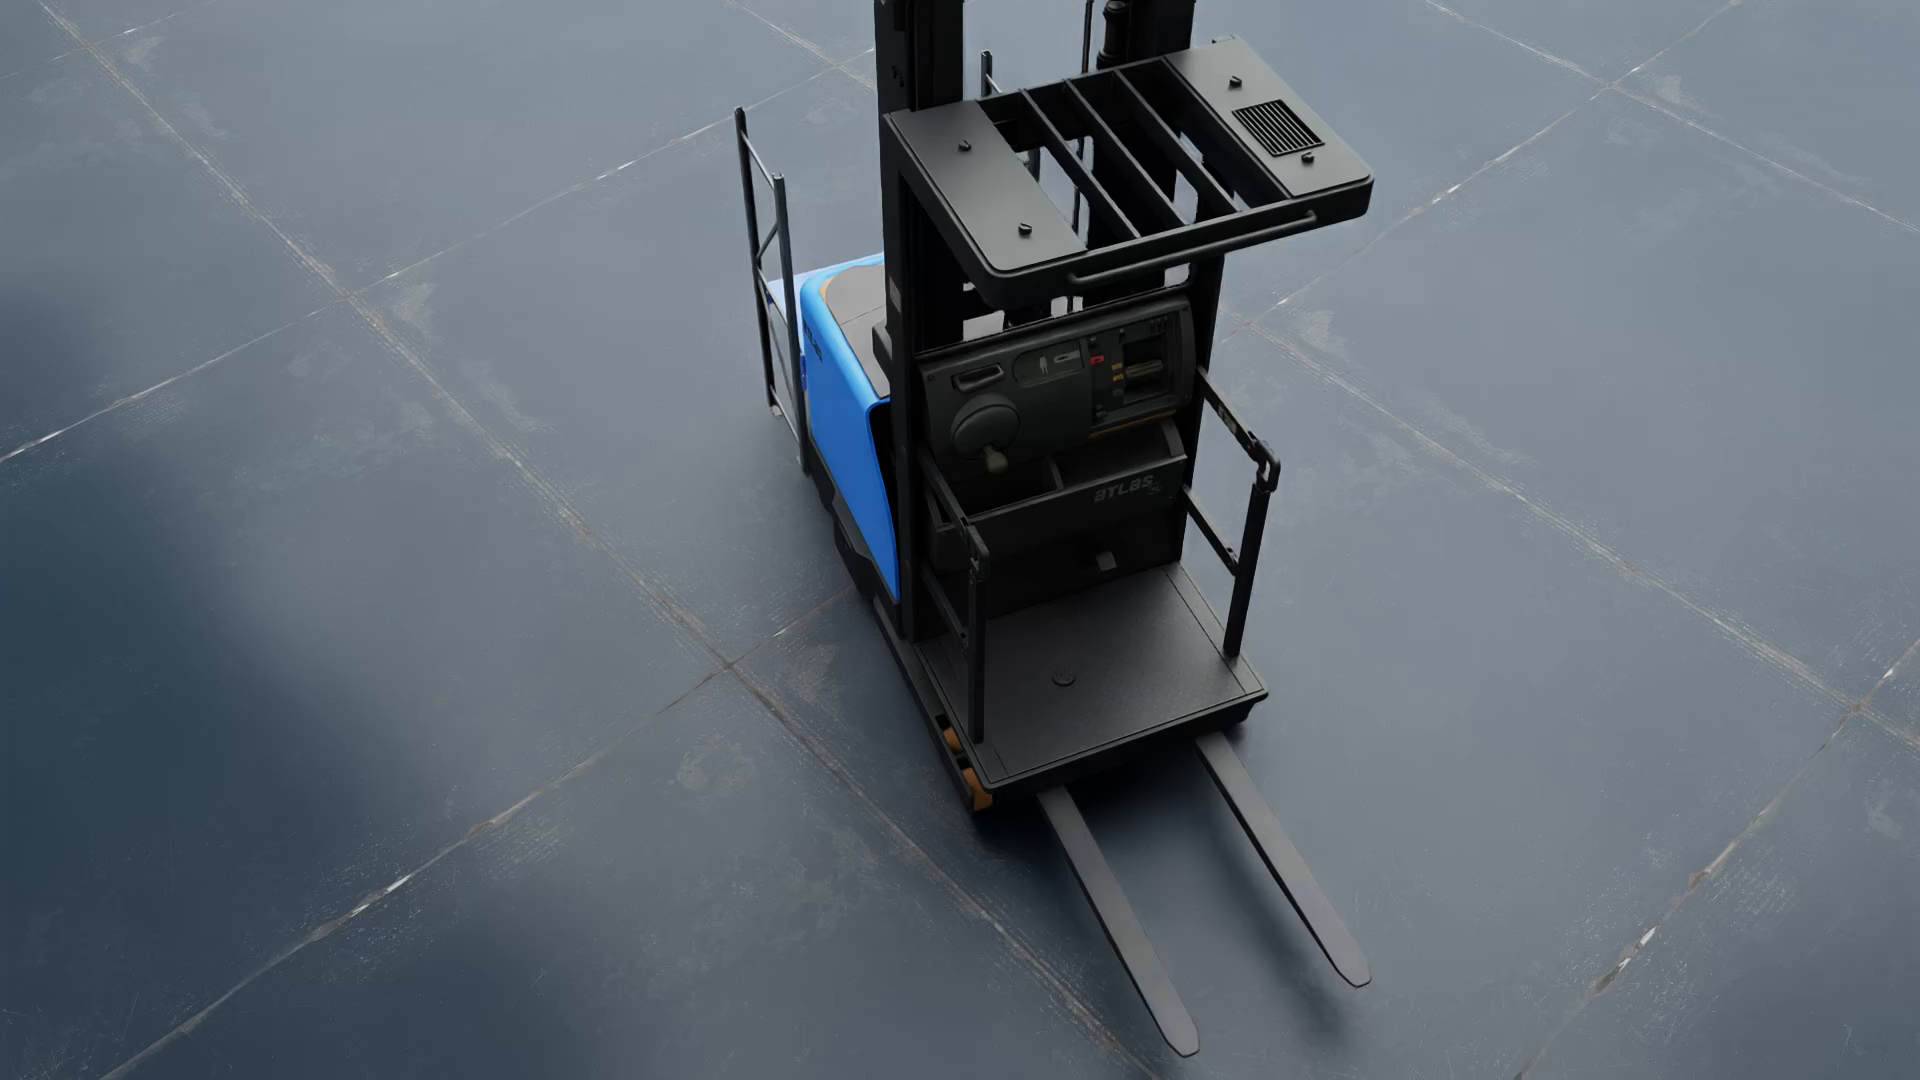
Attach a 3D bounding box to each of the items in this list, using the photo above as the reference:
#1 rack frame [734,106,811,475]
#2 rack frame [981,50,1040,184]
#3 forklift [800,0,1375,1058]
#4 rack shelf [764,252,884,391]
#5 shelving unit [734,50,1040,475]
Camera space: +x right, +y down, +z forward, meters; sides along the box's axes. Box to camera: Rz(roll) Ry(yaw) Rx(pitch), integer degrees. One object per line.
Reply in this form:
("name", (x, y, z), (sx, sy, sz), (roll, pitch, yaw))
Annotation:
("rack frame", (-0.742, -0.957, 6.666), (0.032, 1.500, 0.500), (-17, 50, -15))
("rack frame", (0.194, -1.249, 6.935), (0.032, 1.500, 0.500), (-17, 50, -15))
("forklift", (0.409, -0.392, 5.171), (1.130, 2.935, 3.031), (-17, 50, -15))
("rack shelf", (-0.274, -0.981, 6.932), (1.000, 0.185, 0.538), (-17, 50, -15))
("shelving unit", (-0.274, -1.103, 6.800), (1.048, 1.500, 0.538), (-17, 50, -15))
